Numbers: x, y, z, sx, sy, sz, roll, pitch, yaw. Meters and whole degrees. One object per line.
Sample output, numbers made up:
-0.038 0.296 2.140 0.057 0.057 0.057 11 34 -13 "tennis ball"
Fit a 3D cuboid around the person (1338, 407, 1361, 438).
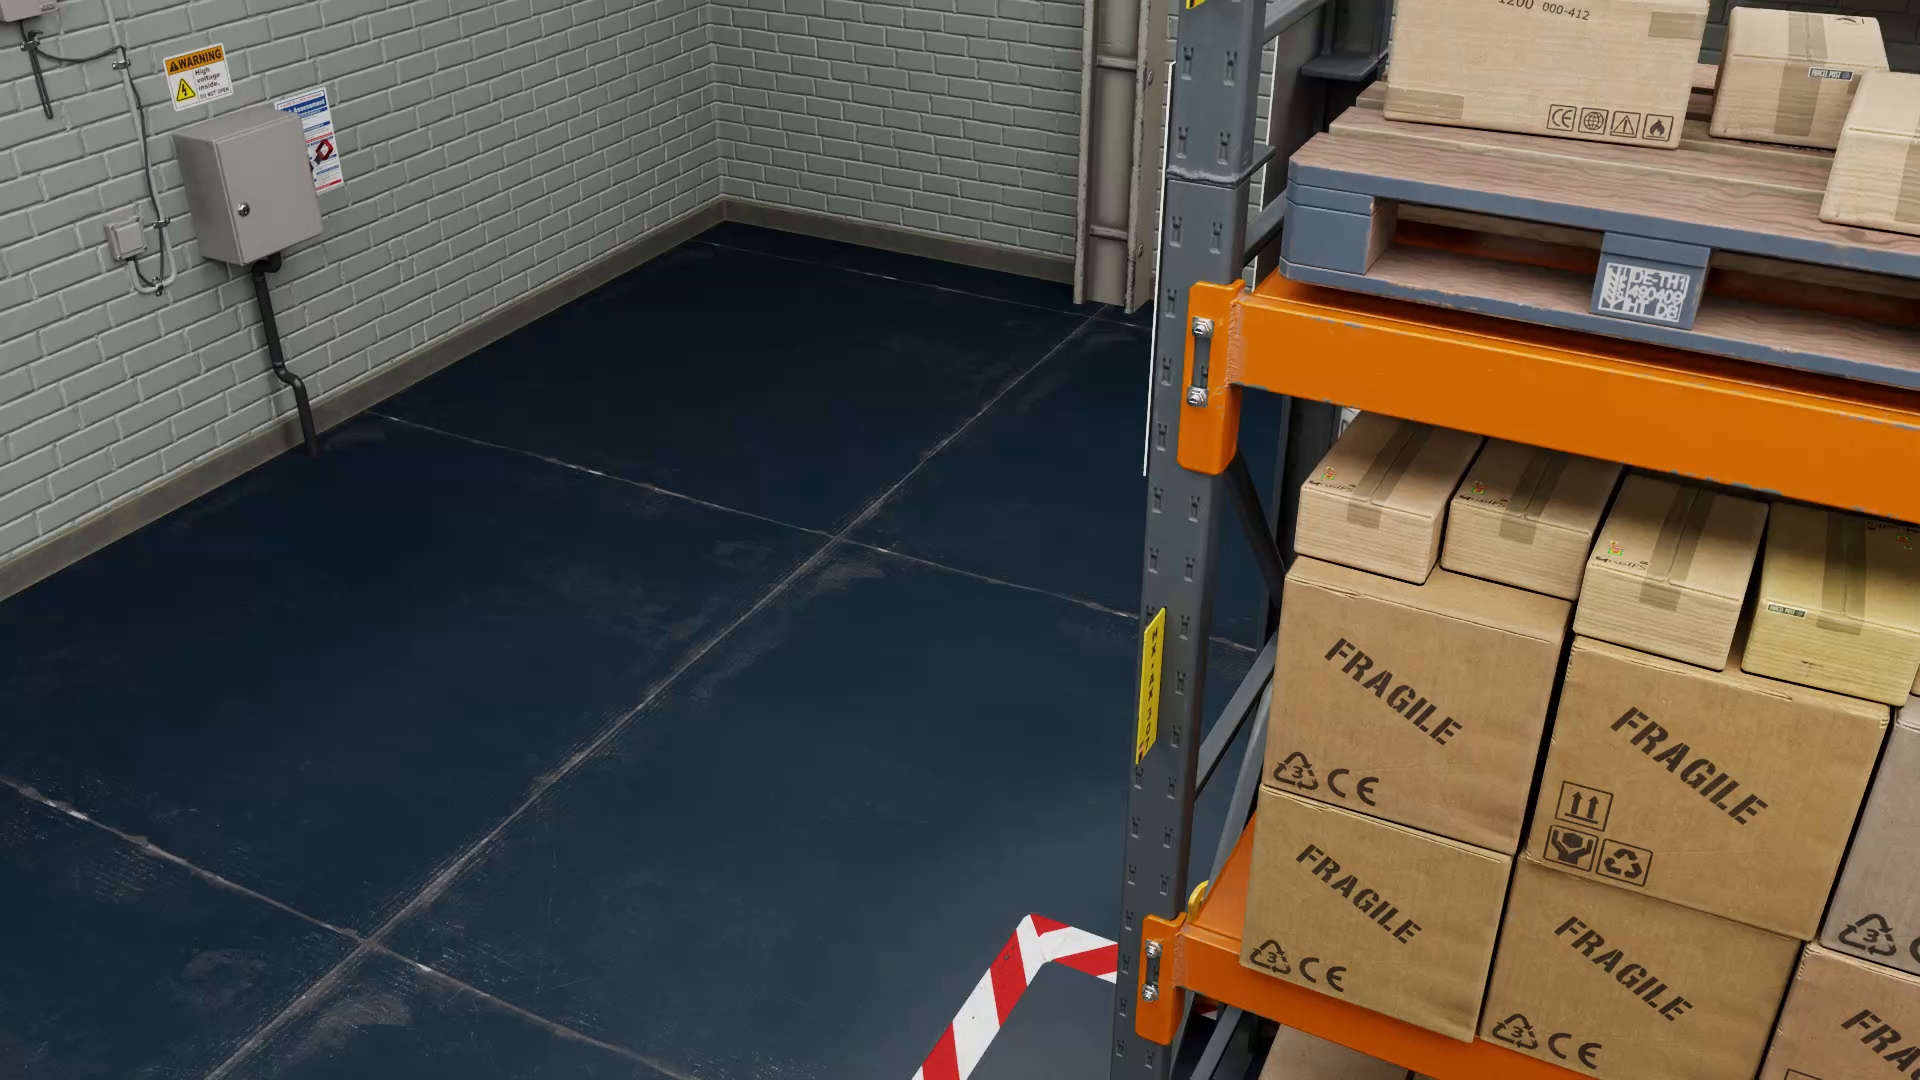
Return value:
1.593 -0.151 6.390 0.500 1.660 0.378 13 33 22 "person"
